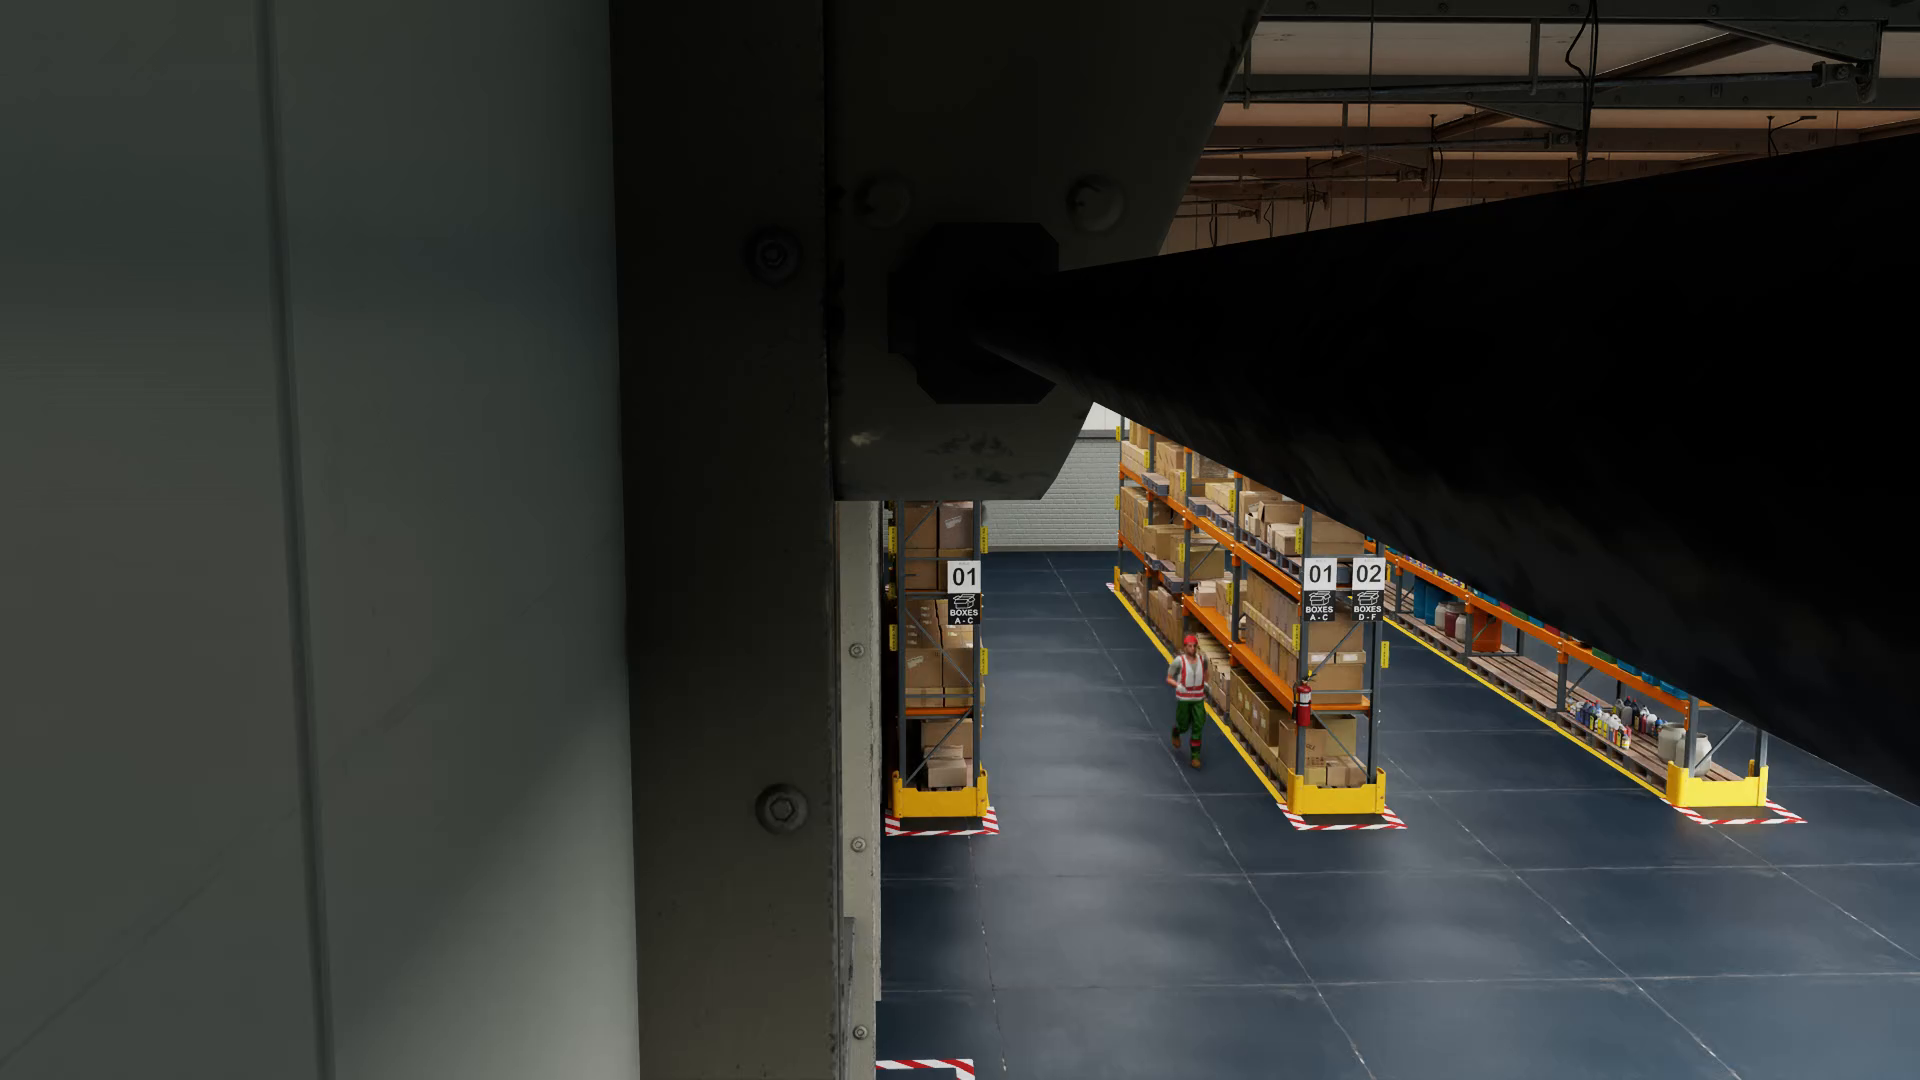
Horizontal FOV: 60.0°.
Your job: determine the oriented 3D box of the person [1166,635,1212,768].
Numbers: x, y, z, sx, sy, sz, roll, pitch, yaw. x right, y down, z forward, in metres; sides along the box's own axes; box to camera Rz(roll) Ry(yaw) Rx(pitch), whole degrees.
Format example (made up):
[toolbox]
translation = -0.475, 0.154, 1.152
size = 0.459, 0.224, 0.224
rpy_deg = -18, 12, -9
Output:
[person]
translation = 3.153, 2.175, 22.759
size = 0.658, 1.768, 0.971
rpy_deg = -2, 8, -11
